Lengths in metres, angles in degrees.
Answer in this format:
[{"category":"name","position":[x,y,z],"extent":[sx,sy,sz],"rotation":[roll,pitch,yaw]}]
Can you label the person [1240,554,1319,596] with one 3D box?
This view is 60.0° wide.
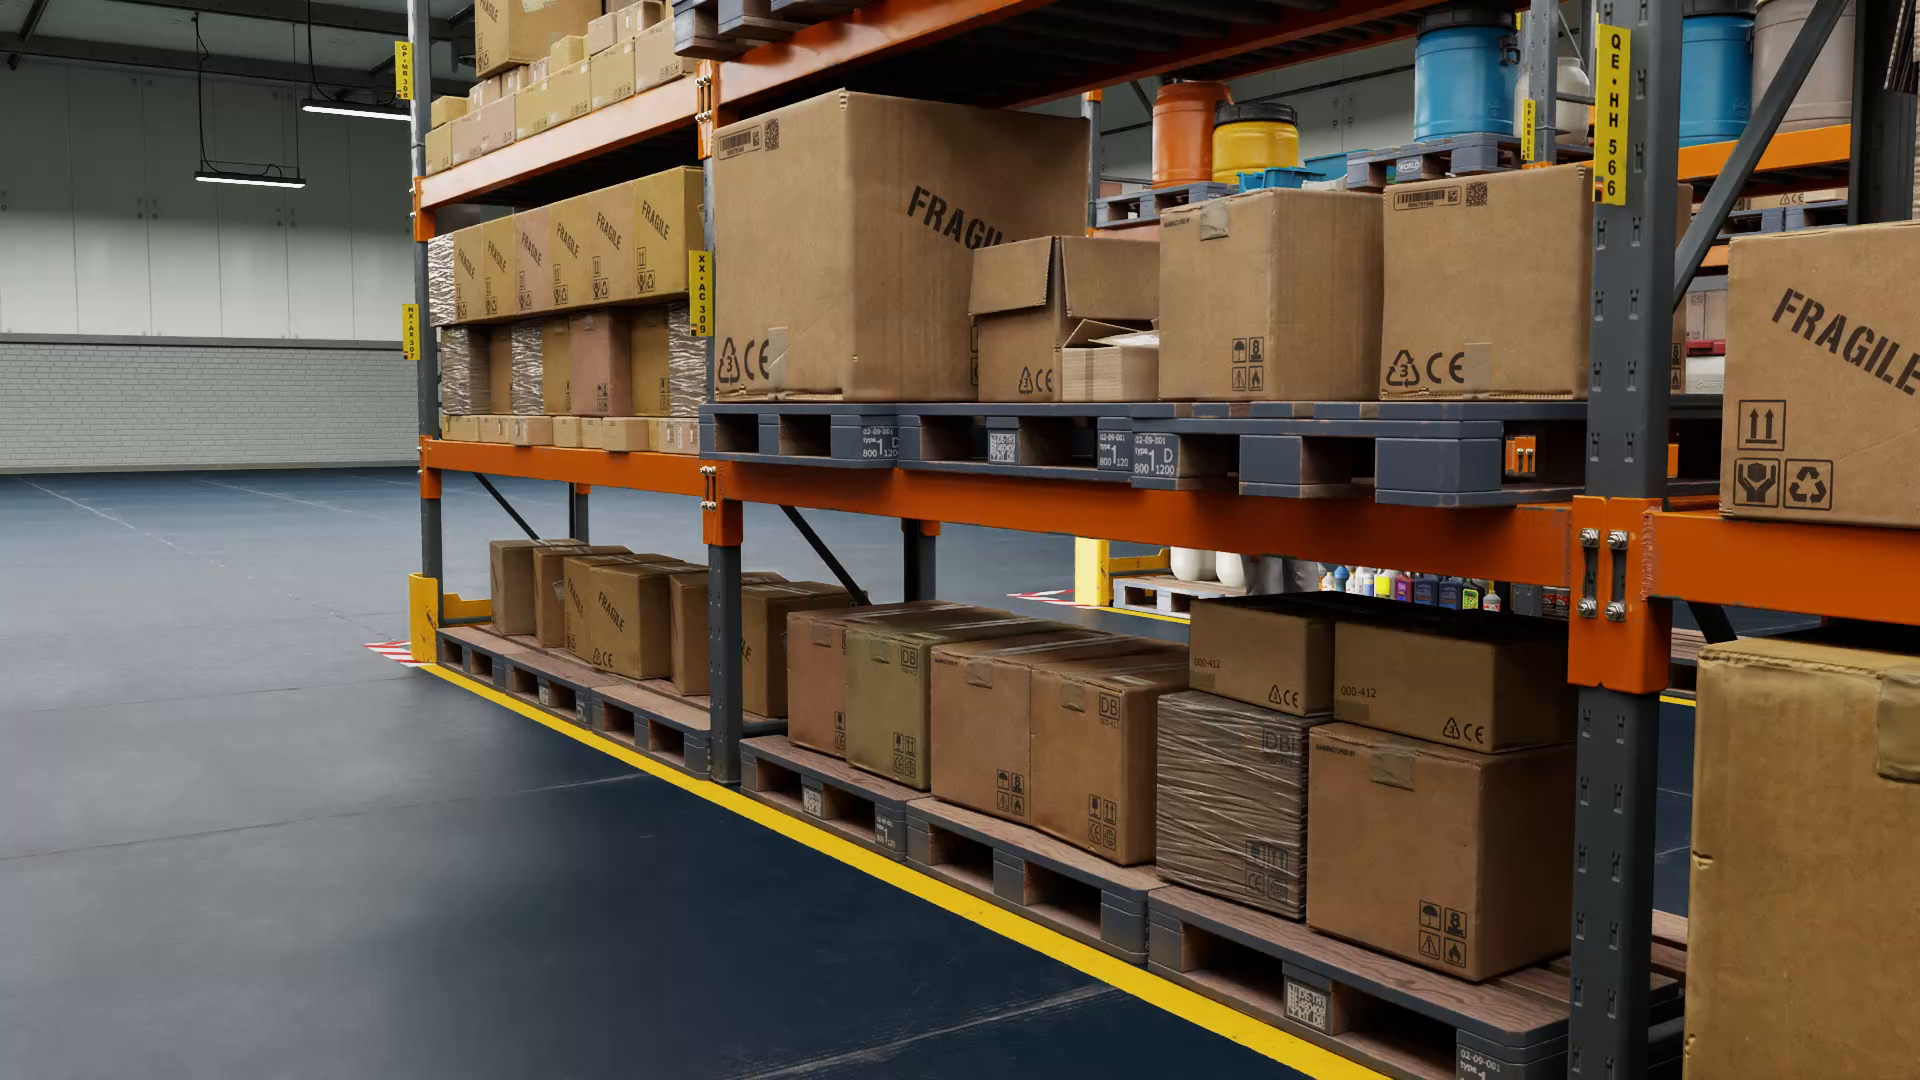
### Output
[{"category":"person","position":[1.611,-0.052,8.300],"extent":[0.590,1.770,0.476],"rotation":[-4,6,-37]}]
